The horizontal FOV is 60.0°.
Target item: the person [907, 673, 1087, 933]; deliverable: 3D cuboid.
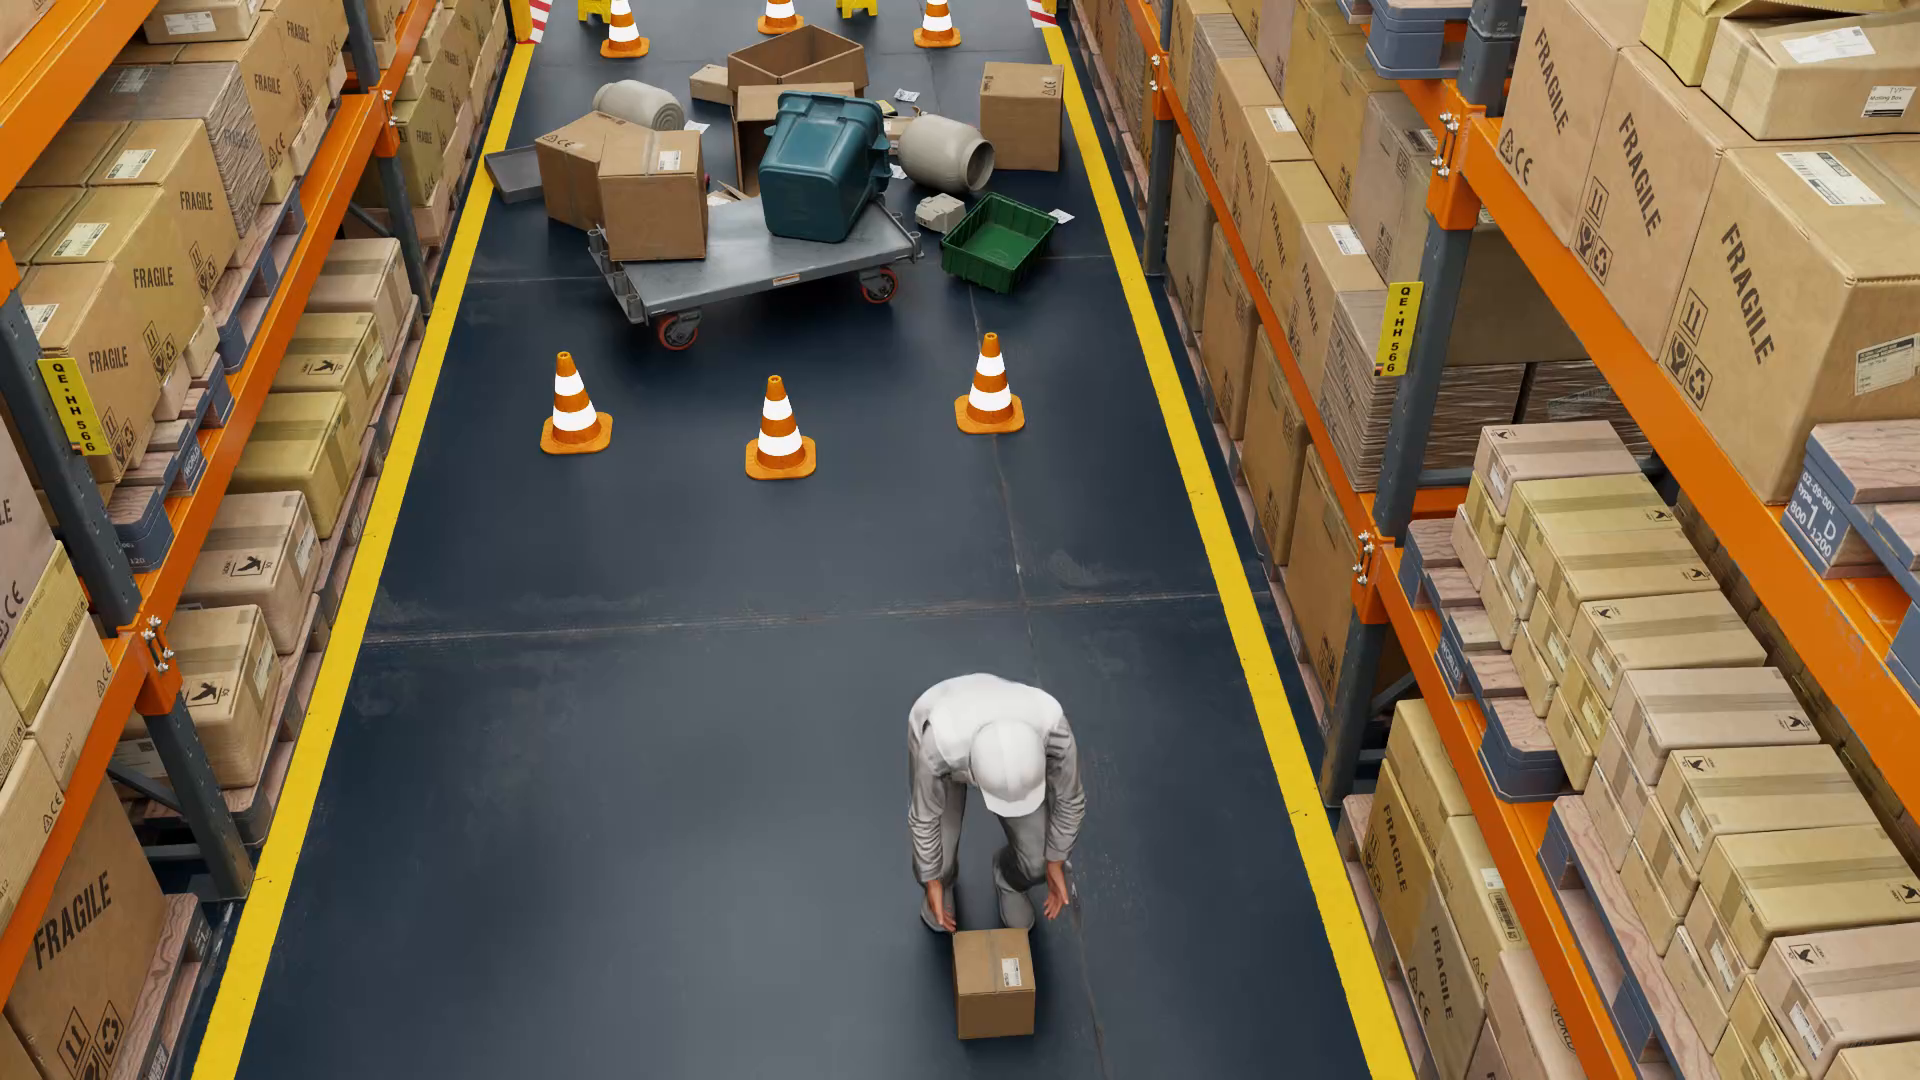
[{"bbox_3d":[0.108,0.853,5.502,0.578,1.240,0.841,-3,39,-4],"label":"person"}]
